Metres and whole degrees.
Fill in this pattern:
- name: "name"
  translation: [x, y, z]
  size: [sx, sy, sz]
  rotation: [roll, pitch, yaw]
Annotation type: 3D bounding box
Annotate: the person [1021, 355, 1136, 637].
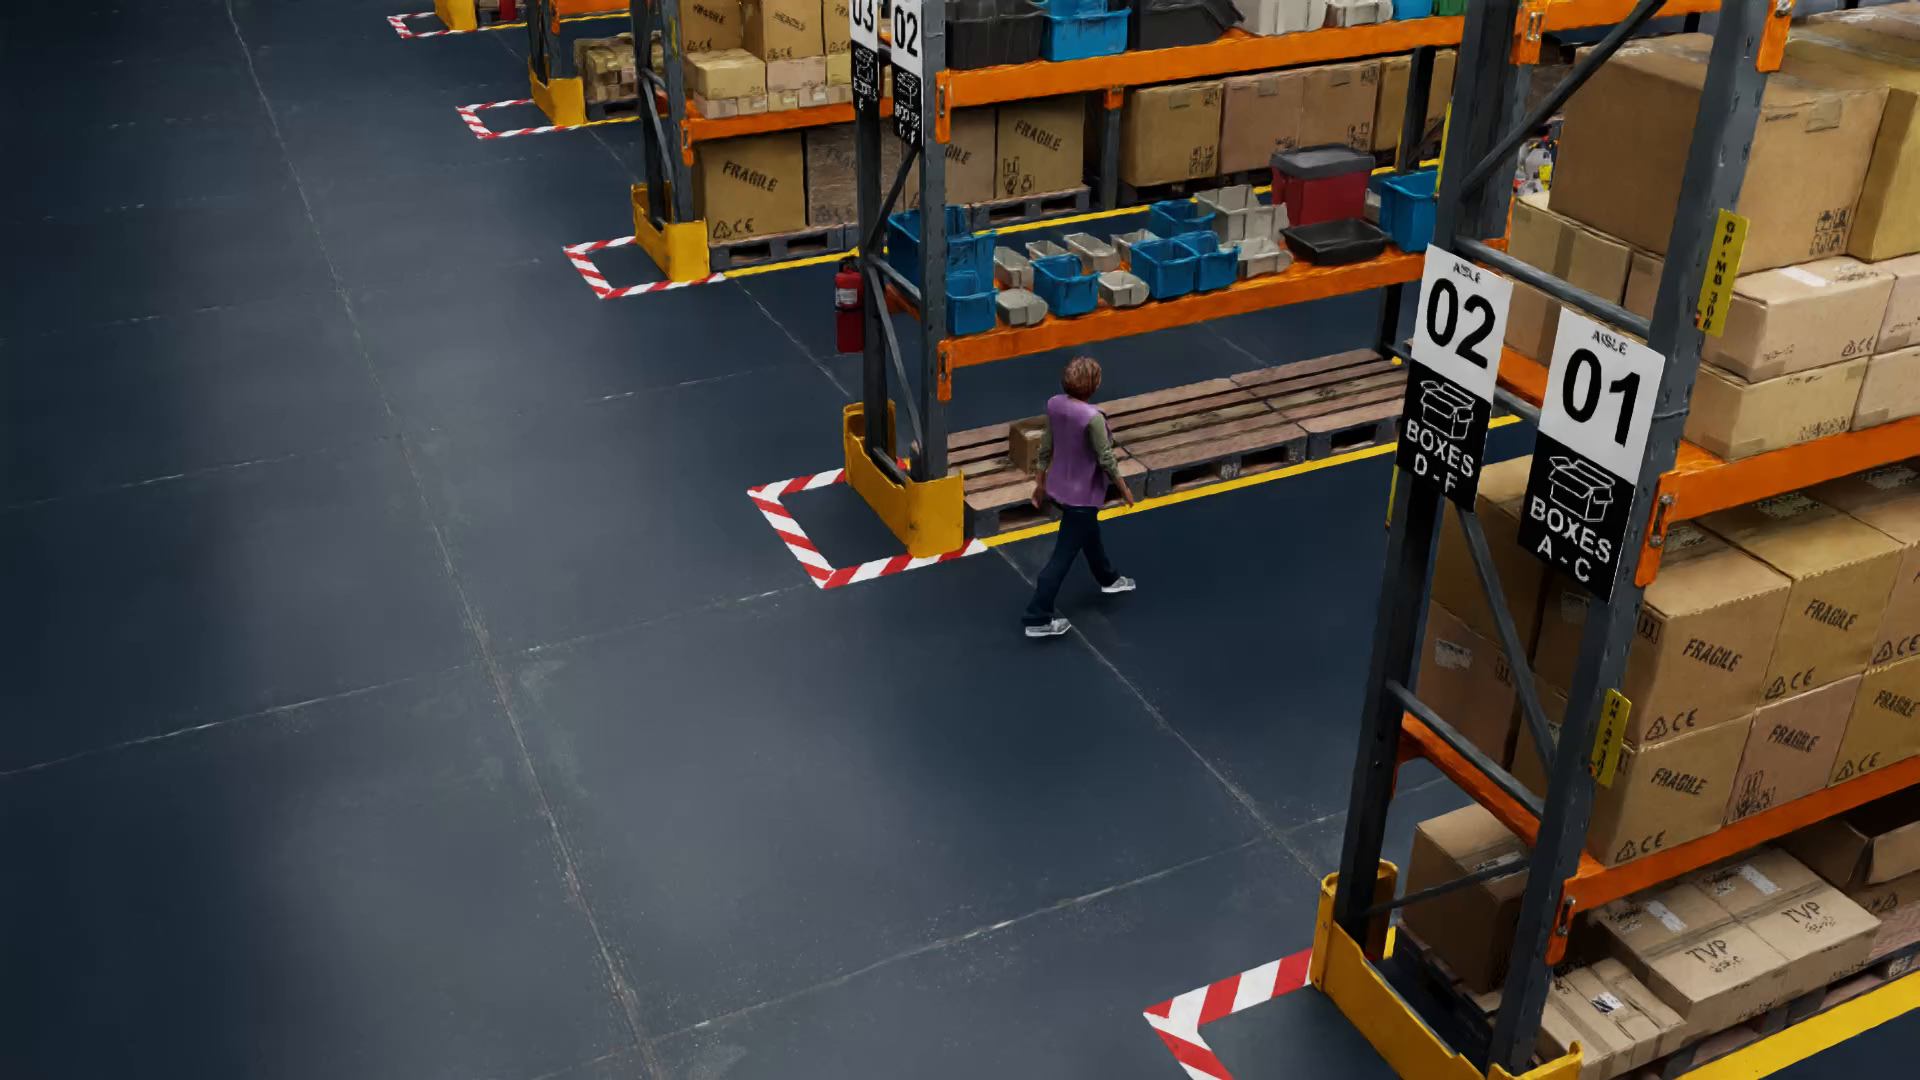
- name: "person"
  translation: [0.683, -0.266, 8.906]
  size: [0.876, 1.571, 0.454]
  rotation: [-18, 35, -29]
